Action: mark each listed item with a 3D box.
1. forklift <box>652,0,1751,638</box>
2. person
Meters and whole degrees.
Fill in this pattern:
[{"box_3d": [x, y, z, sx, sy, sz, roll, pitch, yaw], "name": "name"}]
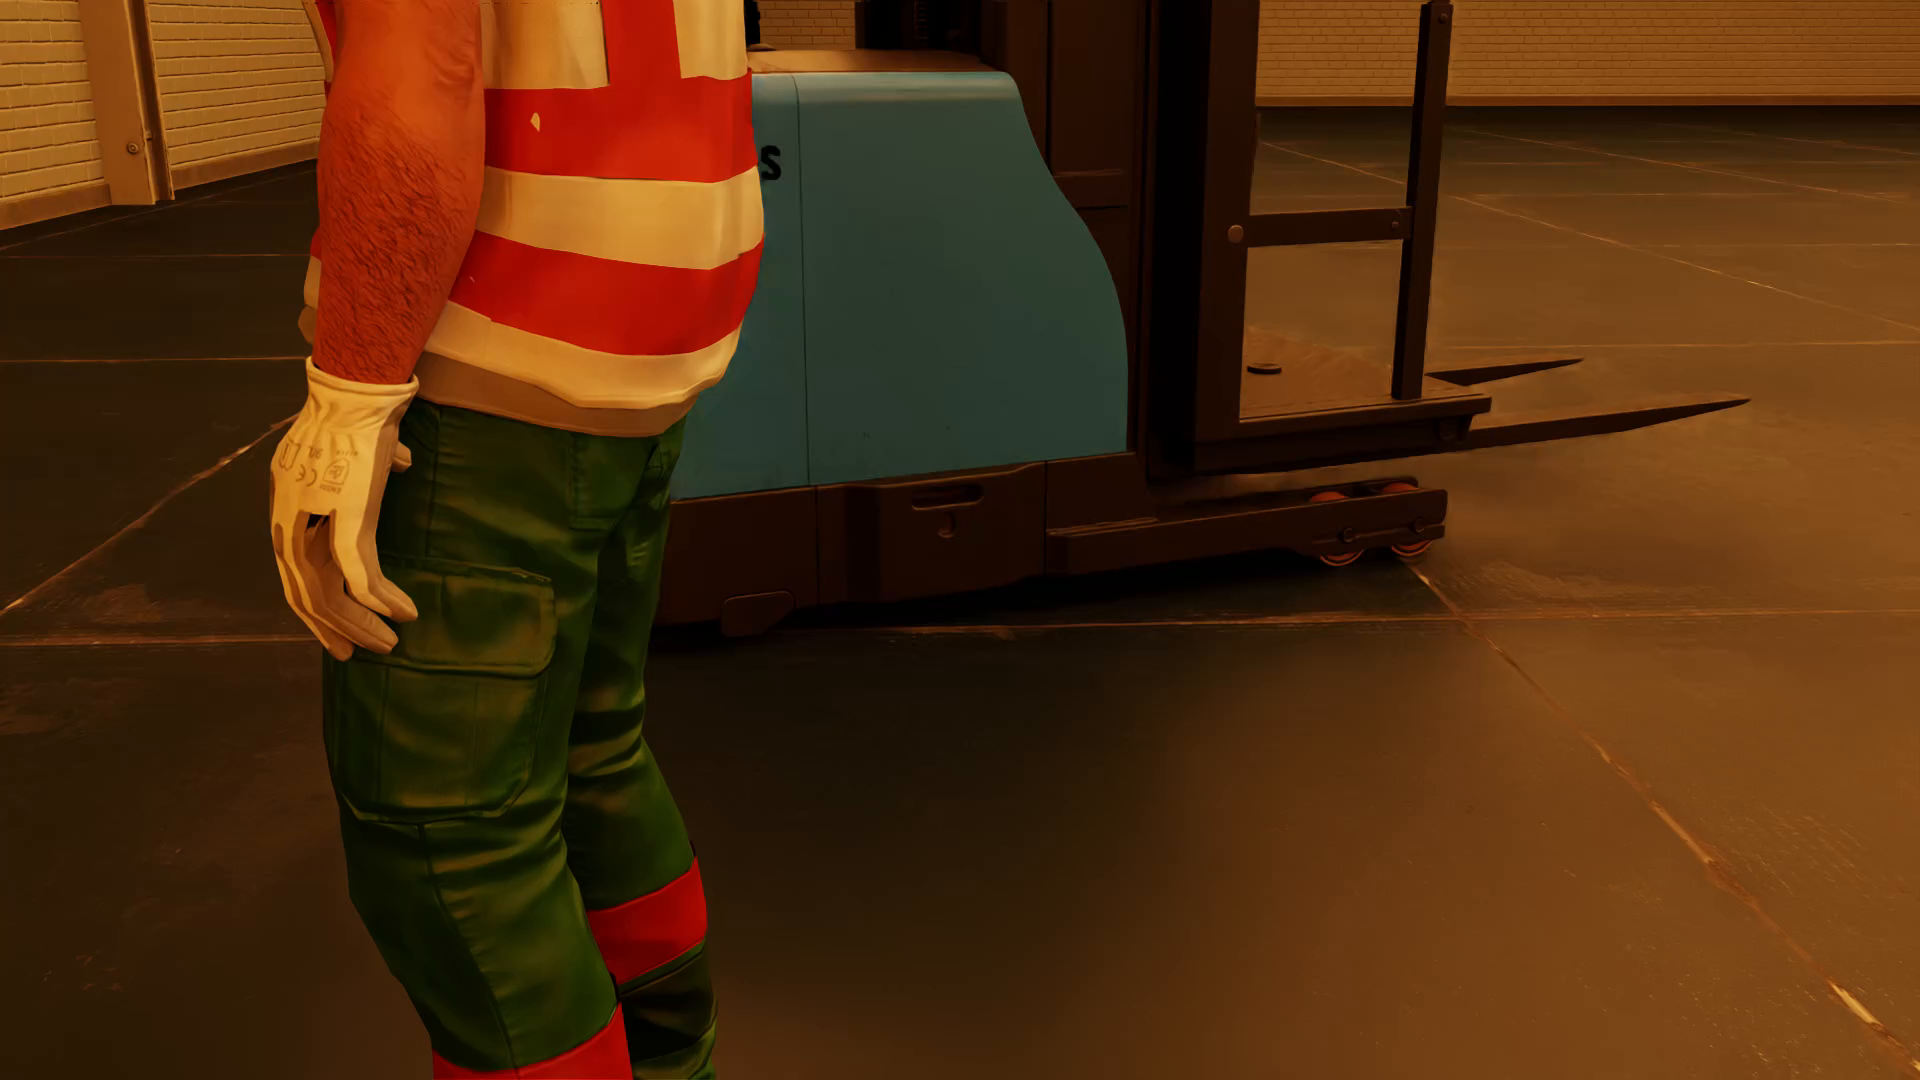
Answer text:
[{"box_3d": [0.560, -1.476, 3.733, 3.031, 2.935, 1.130, -7, 18, -22], "name": "forklift"}, {"box_3d": [-0.392, -0.142, 1.350, 0.455, 1.777, 0.609, 2, 17, 5], "name": "person"}]
